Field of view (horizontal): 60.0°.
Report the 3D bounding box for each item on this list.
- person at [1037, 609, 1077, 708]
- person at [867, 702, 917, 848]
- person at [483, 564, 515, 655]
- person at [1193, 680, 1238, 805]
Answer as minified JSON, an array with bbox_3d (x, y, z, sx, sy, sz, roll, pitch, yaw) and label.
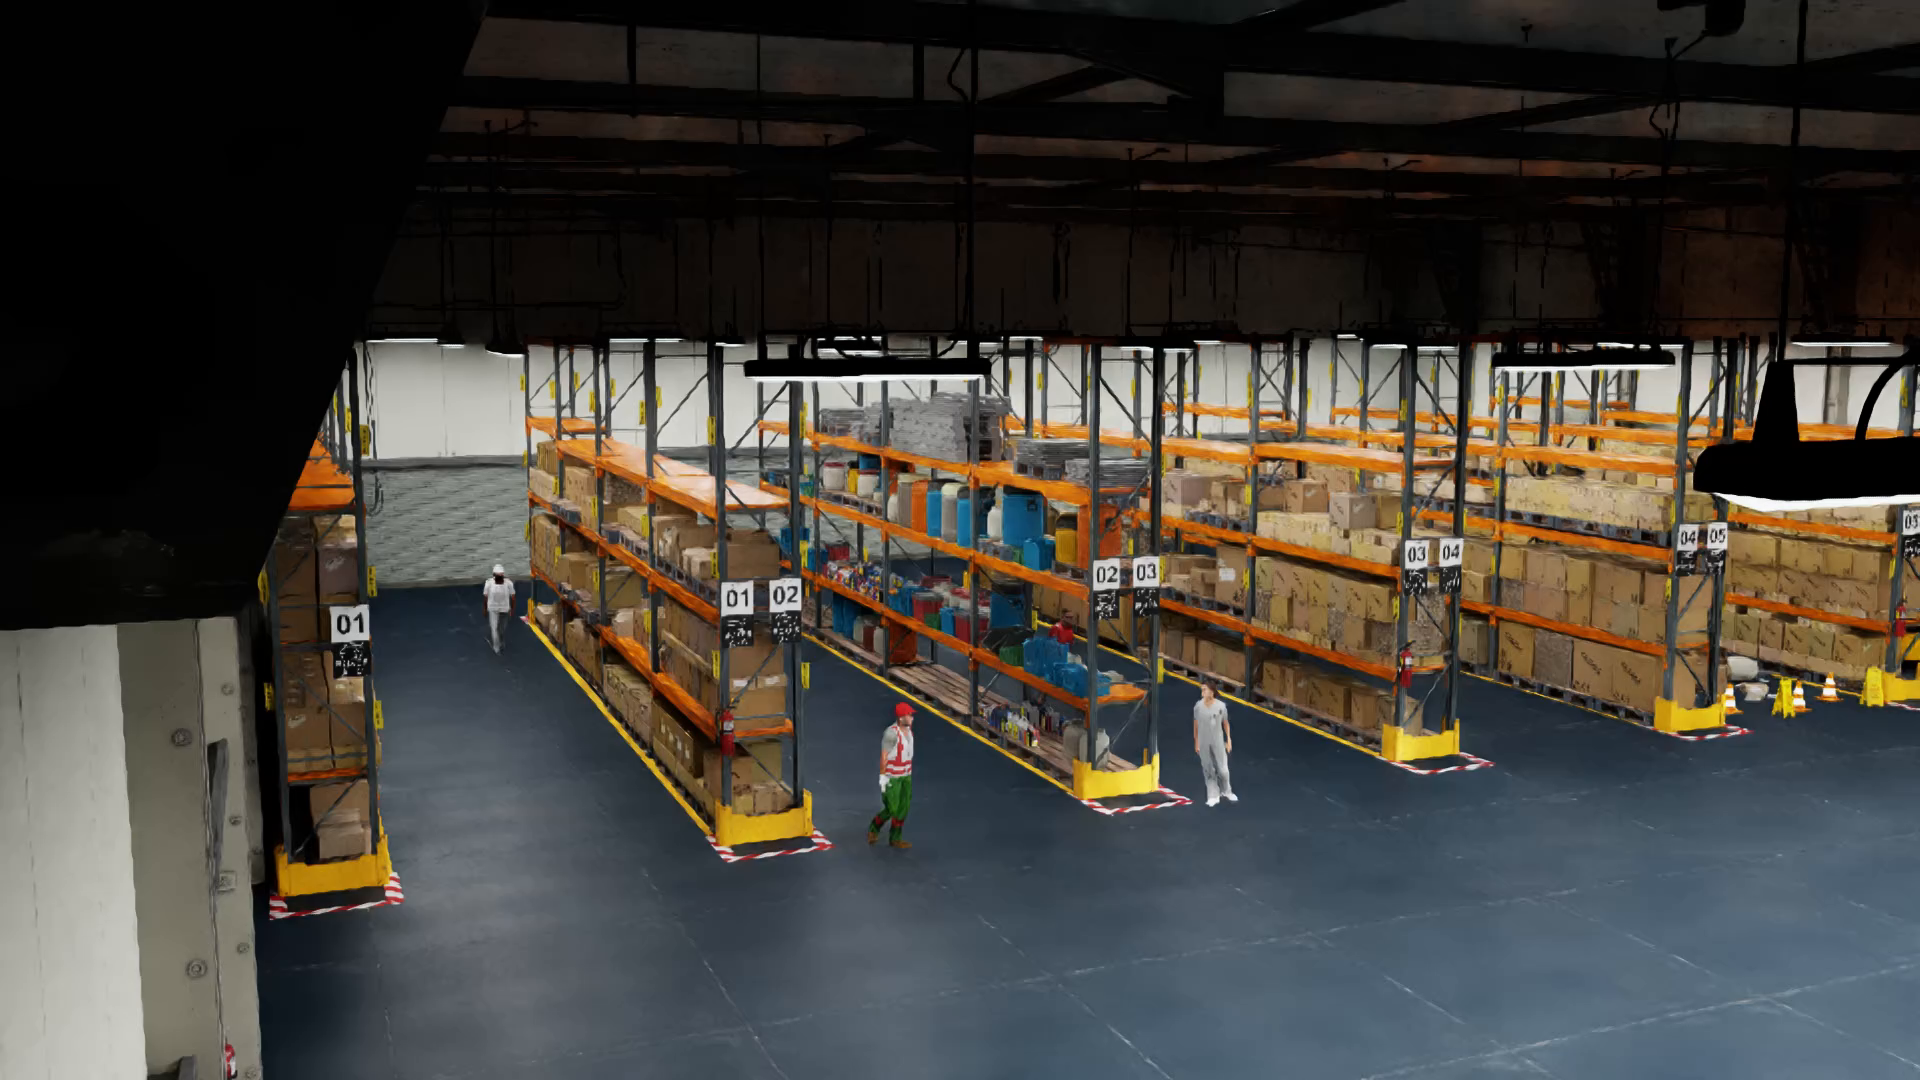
[{"bbox_3d":[1.634,1.924,26.954,0.788,1.672,0.692,7,11,44],"label":"person"},{"bbox_3d":[-0.811,2.814,19.936,0.567,1.777,0.589,5,9,33],"label":"person"},{"bbox_3d":[-8.726,1.293,31.563,0.575,1.689,1.128,-3,8,-24],"label":"person"},{"bbox_3d":[3.320,2.634,21.687,0.562,1.656,0.435,3,8,20],"label":"person"}]
